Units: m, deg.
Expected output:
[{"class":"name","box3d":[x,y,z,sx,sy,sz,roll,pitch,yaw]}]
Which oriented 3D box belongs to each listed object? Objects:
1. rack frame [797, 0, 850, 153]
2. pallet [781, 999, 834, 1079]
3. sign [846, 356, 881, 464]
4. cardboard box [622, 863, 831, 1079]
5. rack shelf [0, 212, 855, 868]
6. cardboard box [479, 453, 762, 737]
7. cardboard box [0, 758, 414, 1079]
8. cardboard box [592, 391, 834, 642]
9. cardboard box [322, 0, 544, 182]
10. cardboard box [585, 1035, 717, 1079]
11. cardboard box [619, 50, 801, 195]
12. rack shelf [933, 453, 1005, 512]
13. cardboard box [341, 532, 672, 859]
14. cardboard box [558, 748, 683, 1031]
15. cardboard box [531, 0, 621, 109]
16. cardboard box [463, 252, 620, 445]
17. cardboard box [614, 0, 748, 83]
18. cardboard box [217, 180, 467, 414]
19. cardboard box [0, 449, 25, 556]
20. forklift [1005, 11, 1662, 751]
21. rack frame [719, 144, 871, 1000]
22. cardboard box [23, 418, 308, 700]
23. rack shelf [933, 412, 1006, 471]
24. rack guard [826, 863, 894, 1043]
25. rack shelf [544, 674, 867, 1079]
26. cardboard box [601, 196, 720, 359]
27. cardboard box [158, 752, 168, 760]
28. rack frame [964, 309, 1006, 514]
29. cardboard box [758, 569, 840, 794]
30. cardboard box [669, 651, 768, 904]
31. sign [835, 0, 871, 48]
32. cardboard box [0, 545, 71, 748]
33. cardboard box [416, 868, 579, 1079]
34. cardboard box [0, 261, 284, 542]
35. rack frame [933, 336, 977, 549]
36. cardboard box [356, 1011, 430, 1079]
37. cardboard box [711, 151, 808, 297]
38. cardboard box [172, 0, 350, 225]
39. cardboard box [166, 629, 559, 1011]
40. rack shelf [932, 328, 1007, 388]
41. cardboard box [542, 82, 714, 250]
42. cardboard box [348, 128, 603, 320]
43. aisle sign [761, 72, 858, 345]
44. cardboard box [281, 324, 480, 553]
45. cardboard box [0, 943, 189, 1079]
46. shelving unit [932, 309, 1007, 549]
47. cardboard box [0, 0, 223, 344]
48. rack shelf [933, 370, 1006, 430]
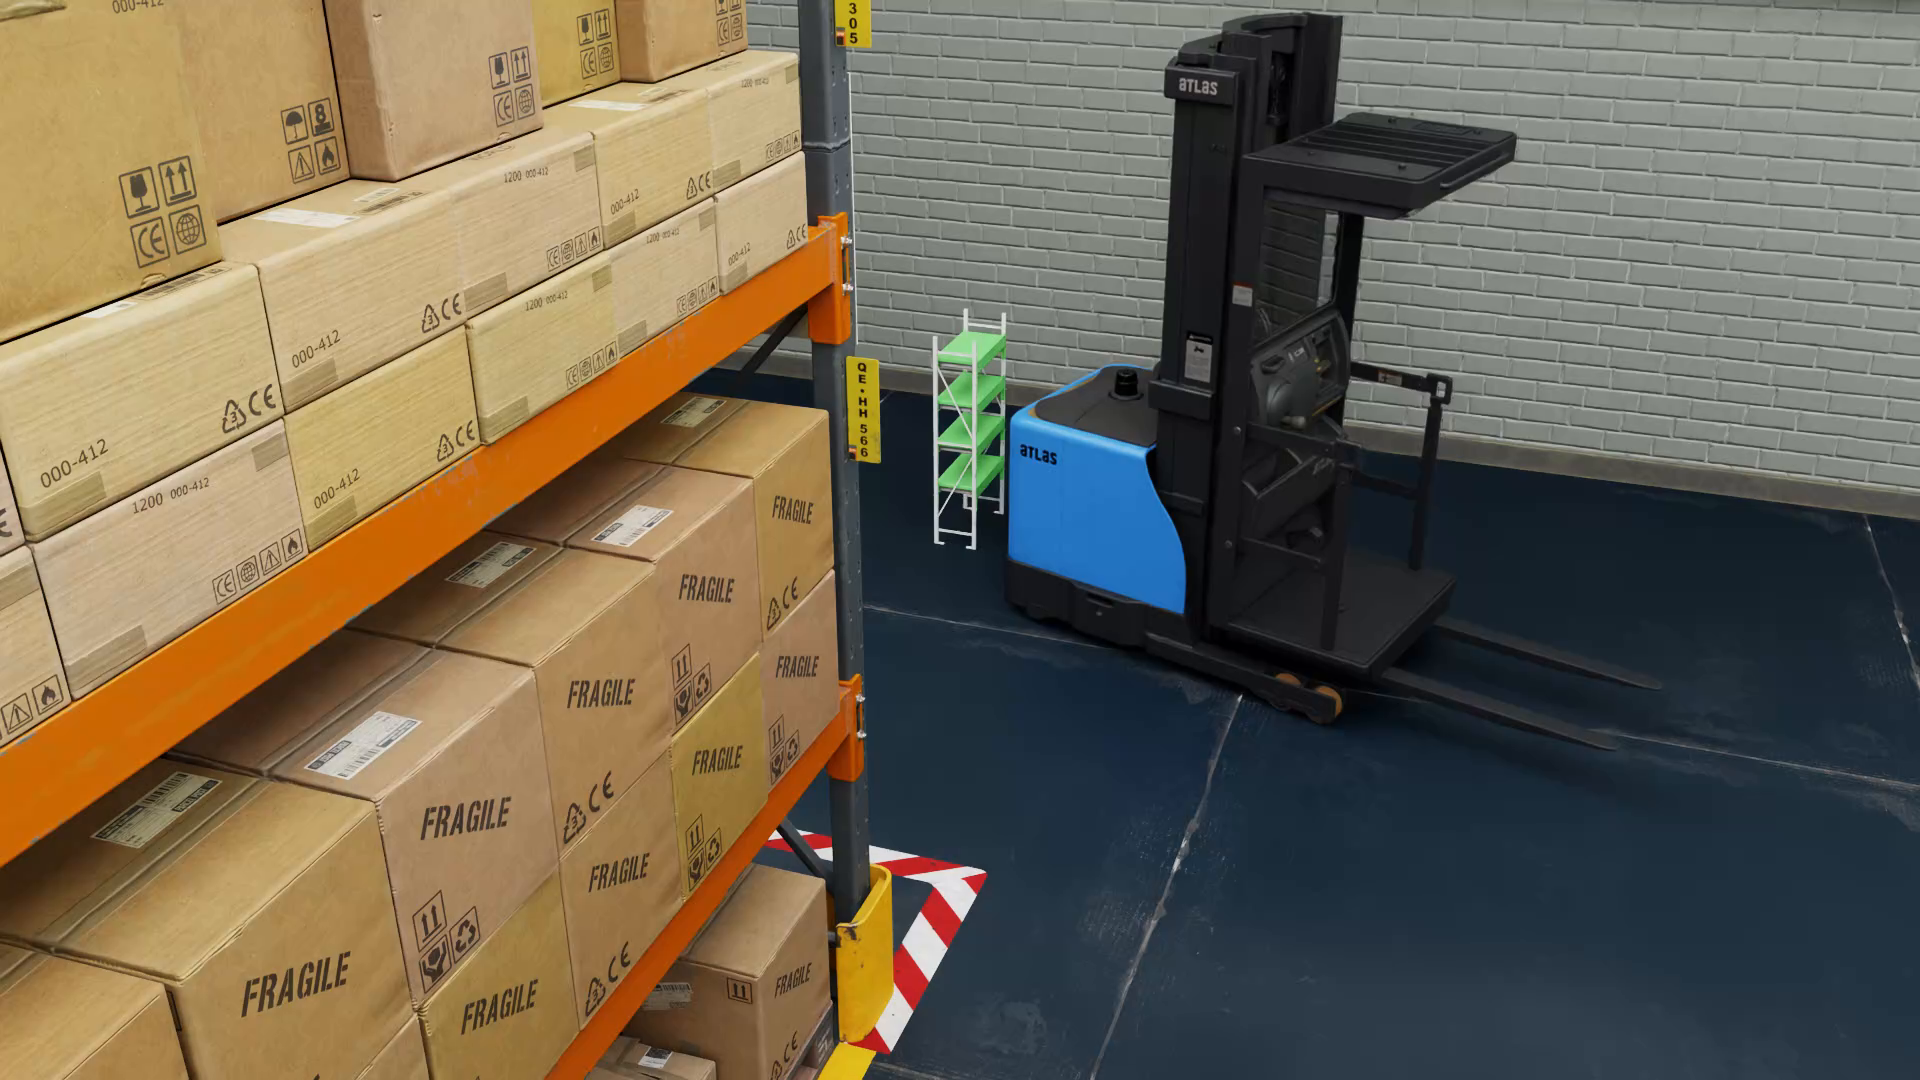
[{"class":"rack frame","box3d":[-0.801,-2.507,4.103,1.000,3.000,0.127,9,27,17]},{"class":"pallet","box3d":[-1.091,1.807,5.276,1.003,0.211,1.213,9,27,17]},{"class":"sign","box3d":[-0.284,-0.382,4.905,0.100,0.325,0.005,9,27,17]},{"class":"cardboard box","box3d":[-0.750,1.379,5.323,0.500,0.500,0.500,9,27,17]},{"class":"rack shelf","box3d":[-1.467,-0.012,3.215,1.077,0.370,4.000,9,27,17]},{"class":"cardboard box","box3d":[-0.857,0.128,4.281,0.500,0.500,0.500,10,27,19]},{"class":"cardboard box","box3d":[-1.367,0.765,2.965,0.500,0.500,0.500,8,27,16]},{"class":"cardboard box","box3d":[-0.690,-0.080,4.710,0.500,0.500,0.500,9,27,17]},{"class":"cardboard box","box3d":[-1.268,-1.025,3.220,0.700,0.500,0.500,9,27,17]},{"class":"cardboard box","box3d":[-0.969,1.682,5.079,0.380,0.166,0.250,9,27,17]},{"class":"cardboard box","box3d":[-0.732,-1.067,4.168,0.500,0.250,0.500,9,27,17]},{"class":"rack shelf","box3d":[0.055,-0.335,9.261,0.258,0.148,0.480,9,27,17]},{"class":"cardboard box","box3d":[-1.025,0.342,3.840,0.500,0.500,0.500,10,27,19]},{"class":"cardboard box","box3d":[-1.034,0.789,4.063,0.500,0.500,0.500,9,27,18]},{"class":"cardboard box","box3d":[-1.203,-1.246,3.677,0.700,0.500,0.500,9,27,17]},{"class":"cardboard box","box3d":[-1.054,-0.429,3.425,0.500,0.250,0.500,9,27,17]},{"class":"cardboard box","box3d":[-0.957,-1.439,4.076,0.700,0.500,0.500,9,27,17]},{"class":"cardboard box","box3d":[-1.228,-0.450,2.893,0.500,0.250,0.500,9,27,17]},{"class":"cardboard box","box3d":[-1.571,-0.041,2.048,0.500,0.250,0.500,9,27,17]},{"class":"forklift","box3d":[1.715,-0.750,7.436,3.031,2.935,1.130,18,31,32]},{"class":"rack frame","box3d":[-0.801,0.193,5.410,1.000,3.000,0.127,9,27,17]},{"class":"cardboard box","box3d":[-1.399,-0.020,2.580,0.500,0.250,0.500,9,27,17]},{"class":"rack shelf","box3d":[0.055,-0.551,9.157,0.258,0.148,0.480,9,27,17]},{"class":"rack guard","box3d":[-0.826,1.349,5.890,1.175,0.500,0.348,9,27,17]},{"class":"rack shelf","box3d":[-1.467,1.338,3.869,1.077,0.370,4.000,9,27,17]},{"class":"cardboard box","box3d":[-0.900,-0.637,3.853,0.500,0.250,0.500,9,27,17]},{"class":"cardboard box","box3d":[-1.703,0.472,3.572,0.500,0.500,0.500,8,27,17]},{"class":"rack frame","box3d":[0.136,-0.708,9.336,0.240,1.200,0.015,9,27,17]},{"class":"cardboard box","box3d":[-0.693,0.371,4.926,0.500,0.500,0.500,10,27,19]},{"class":"cardboard box","box3d":[-0.863,0.585,4.485,0.500,0.500,0.500,9,27,18]},{"class":"sign","box3d":[-0.284,-1.467,4.380,0.100,0.325,0.005,9,27,17]},{"class":"cardboard box","box3d":[-1.567,0.185,2.156,0.500,0.250,0.500,9,27,17]},{"class":"cardboard box","box3d":[-1.202,0.996,3.636,0.500,0.500,0.500,8,27,17]},{"class":"cardboard box","box3d":[-1.394,-0.244,2.469,0.500,0.250,0.500,9,27,17]},{"class":"rack frame","box3d":[-0.026,-0.508,8.922,0.240,1.200,0.015,9,27,17]},{"class":"cardboard box","box3d":[-1.370,1.205,3.204,0.500,0.500,0.500,9,27,17]},{"class":"cardboard box","box3d":[-0.723,-0.840,4.274,0.500,0.250,0.500,9,27,17]},{"class":"cardboard box","box3d":[-1.523,-0.833,2.824,0.700,0.500,0.500,9,27,17]},{"class":"cardboard box","box3d":[-1.196,0.553,3.404,0.500,0.500,0.500,10,27,19]},{"class":"rack shelf","box3d":[0.055,-0.983,8.948,0.258,0.148,0.480,9,27,17]},{"class":"cardboard box","box3d":[-0.898,-0.861,3.743,0.500,0.250,0.500,9,27,17]},{"class":"cardboard box","box3d":[-1.068,-0.656,3.320,0.500,0.250,0.500,9,27,17]},{"class":"aisle sign","box3d":[-0.489,-0.961,4.810,0.394,0.787,0.004,9,27,17]},{"class":"cardboard box","box3d":[-1.236,-0.226,3.005,0.500,0.250,0.500,9,27,17]},{"class":"cardboard box","box3d":[-1.539,0.977,2.529,0.500,0.500,0.500,8,27,16]},{"class":"shelving unit","box3d":[0.055,-0.608,9.129,0.258,1.200,0.503,9,27,17]},{"class":"cardboard box","box3d":[-1.546,-0.605,2.354,0.700,0.500,0.500,9,27,17]},{"class":"rack shelf","box3d":[0.055,-0.767,9.052,0.258,0.148,0.480,9,27,17]}]
